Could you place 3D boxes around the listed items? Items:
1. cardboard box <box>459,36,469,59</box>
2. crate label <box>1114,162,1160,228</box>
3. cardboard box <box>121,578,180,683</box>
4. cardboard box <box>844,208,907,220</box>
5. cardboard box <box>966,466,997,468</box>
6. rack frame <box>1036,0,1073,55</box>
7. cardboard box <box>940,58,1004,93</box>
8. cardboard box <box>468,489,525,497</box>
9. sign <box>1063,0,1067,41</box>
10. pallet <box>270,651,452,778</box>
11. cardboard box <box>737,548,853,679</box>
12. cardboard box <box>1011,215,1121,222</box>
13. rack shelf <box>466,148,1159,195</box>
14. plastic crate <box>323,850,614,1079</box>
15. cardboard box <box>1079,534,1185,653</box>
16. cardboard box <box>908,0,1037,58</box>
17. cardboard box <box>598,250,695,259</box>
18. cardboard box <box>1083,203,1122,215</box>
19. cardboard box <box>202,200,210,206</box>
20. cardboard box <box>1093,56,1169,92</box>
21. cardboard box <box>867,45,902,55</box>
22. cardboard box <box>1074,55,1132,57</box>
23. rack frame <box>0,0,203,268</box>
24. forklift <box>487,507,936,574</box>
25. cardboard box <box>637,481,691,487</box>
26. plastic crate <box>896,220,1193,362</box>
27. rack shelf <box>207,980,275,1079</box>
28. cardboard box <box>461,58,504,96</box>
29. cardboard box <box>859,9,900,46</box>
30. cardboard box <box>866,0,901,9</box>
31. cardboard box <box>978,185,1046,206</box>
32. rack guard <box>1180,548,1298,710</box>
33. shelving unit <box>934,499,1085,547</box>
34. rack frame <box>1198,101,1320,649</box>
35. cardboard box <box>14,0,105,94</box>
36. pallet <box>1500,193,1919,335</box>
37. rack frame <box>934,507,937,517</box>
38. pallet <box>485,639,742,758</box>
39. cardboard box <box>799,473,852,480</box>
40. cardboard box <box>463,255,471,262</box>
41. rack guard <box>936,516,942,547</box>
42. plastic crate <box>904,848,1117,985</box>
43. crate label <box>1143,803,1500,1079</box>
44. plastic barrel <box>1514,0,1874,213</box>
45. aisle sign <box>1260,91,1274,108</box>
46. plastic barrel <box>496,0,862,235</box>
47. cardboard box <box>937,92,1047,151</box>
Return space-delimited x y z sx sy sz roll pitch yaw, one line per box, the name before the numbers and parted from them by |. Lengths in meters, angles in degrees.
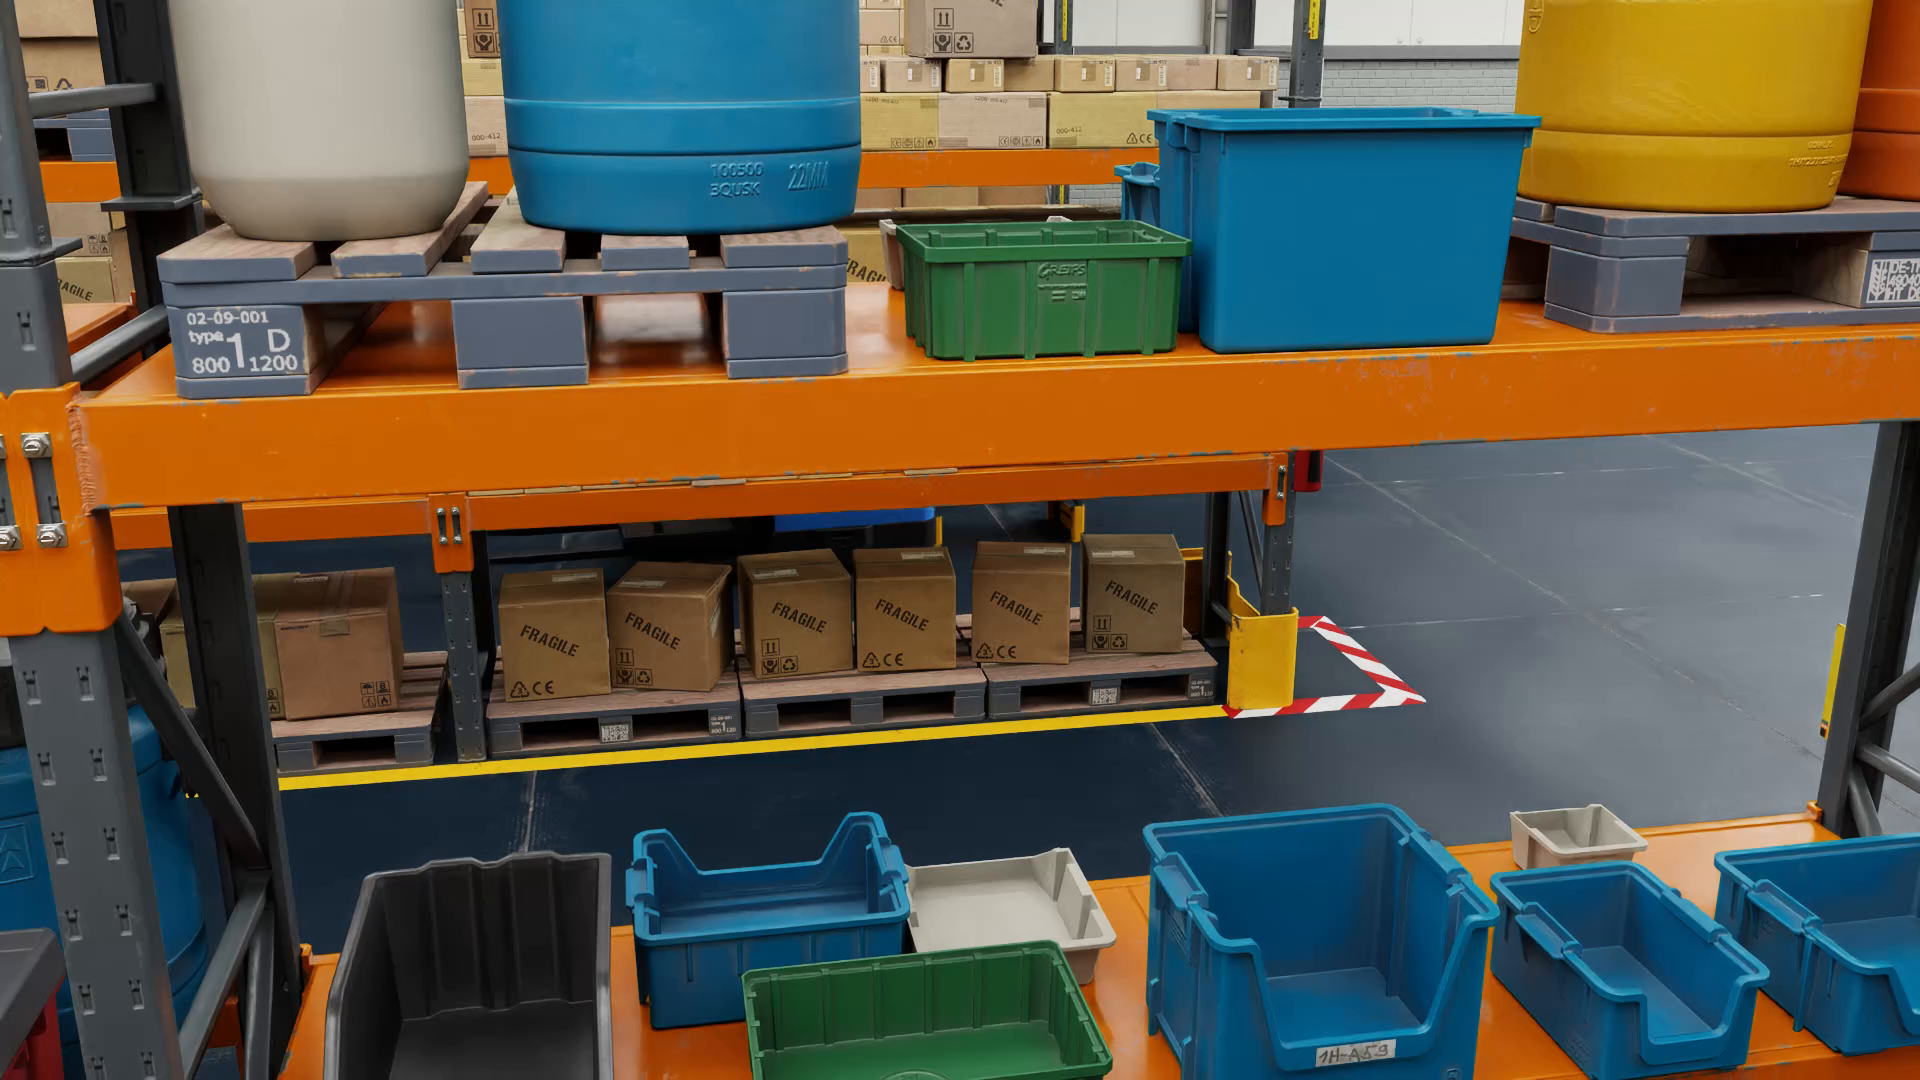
cardboard box | -4.831 -4.867 16.480 0.500 0.250 0.500 -4 17 -12
crate label | 0.562 -0.670 3.529 0.408 0.251 0.502 -3 17 -10
cardboard box | -4.033 0.544 7.941 0.500 0.500 0.700 -5 18 -15
cardboard box | -0.542 -1.376 8.304 0.500 0.500 0.500 -3 17 -10
cardboard box | 0.058 -0.474 8.175 0.250 0.149 0.380 -3 17 -10
rack frame | 0.681 -5.047 12.418 0.127 3.000 1.000 -3 17 -10
cardboard box | 0.030 -2.121 7.576 0.250 0.149 0.380 -4 18 -13
cardboard box | -2.137 -0.327 7.694 0.250 0.149 0.380 -3 17 -10
sign | 0.770 -3.842 12.229 0.005 0.325 0.100 -3 17 -10
pallet | -3.169 0.855 8.167 1.213 0.211 1.003 -3 17 -10
cardboard box | -0.849 0.371 8.538 0.500 0.500 0.500 -5 18 -15
cardboard box | 0.539 -1.281 7.993 0.500 0.500 0.500 -3 17 -10
rack shelf | -0.441 -1.723 7.928 4.000 0.370 1.077 -3 17 -10
plastic crate | -0.927 0.944 3.236 0.504 0.338 0.767 -3 17 -10
cardboard box | 0.906 0.280 8.833 0.500 0.500 0.500 0 17 0
cardboard box | 0.049 -2.448 7.535 0.500 0.500 0.500 -3 17 -10
cardboard box | -1.424 -1.169 7.630 0.500 0.500 0.500 -3 17 -10
cardboard box | 0.931 -1.460 8.577 0.500 0.500 0.500 -3 17 -10
cardboard box | -5.230 -2.368 12.040 0.500 0.500 0.700 -3 17 -11
cardboard box | 0.783 -2.164 7.716 0.250 0.149 0.380 -4 18 -13
cardboard box | -0.581 -3.569 12.256 0.250 0.149 0.380 -3 17 -11
cardboard box | 0.711 -2.312 8.198 0.250 0.149 0.380 -4 17 -11
rack frame | -1.465 -1.961 2.371 0.127 3.000 1.000 -3 17 -10
forklift | -1.730 -1.265 10.438 3.031 2.935 1.130 -5 18 -14
cardboard box | -1.405 -0.375 7.853 0.250 0.149 0.380 -3 17 -10
plastic crate | 0.135 -0.435 2.873 0.450 0.188 0.336 -3 17 -10
rack shelf | -3.429 1.362 2.995 4.000 0.370 1.077 -3 17 -10
cardboard box | -2.027 -2.003 7.193 0.250 0.149 0.380 -4 17 -12
cardboard box | -0.731 -3.769 12.230 0.500 0.250 0.500 -3 17 -11
cardboard box | -0.582 -3.950 12.140 0.250 0.149 0.380 -3 17 -10
cardboard box | 0.309 -2.758 13.088 0.550 0.550 0.875 -3 17 -10
rack guard | 1.448 0.455 8.979 0.348 0.500 1.175 -3 17 -10
shelving unit | 0.248 -0.748 11.191 1.083 1.500 0.587 -5 18 -15
rack frame | 1.522 -0.744 8.626 0.127 3.000 1.000 -3 17 -10
cardboard box | -3.810 -2.155 7.219 0.637 0.503 0.797 -3 17 -8
pallet | 1.631 -0.642 3.506 1.213 0.211 1.003 -3 17 -10
rack frame | -0.233 -0.709 11.066 0.032 1.500 0.500 -5 18 -15
pallet | -1.752 0.764 8.465 1.213 0.211 1.003 -3 17 -10
cardboard box | -0.667 -0.414 7.978 0.250 0.149 0.380 -3 17 -10
cardboard box | -3.708 -1.898 12.214 0.500 0.500 0.500 -3 17 -11
rack guard | -0.232 -0.112 11.250 0.087 0.250 0.587 -5 18 -15
plastic crate | 0.081 0.869 3.823 0.437 0.136 0.530 -3 17 -10
crate label | 0.706 0.847 3.384 0.616 0.435 0.502 -3 17 -10
plastic barrel | 1.367 -0.941 3.121 0.600 0.588 0.600 0 17 0
aisle sign | 1.526 -2.077 8.537 0.004 0.787 0.394 -3 17 -10
plastic barrel | -0.468 -0.992 2.756 0.708 0.901 0.600 -3 17 -10
cardboard box | 0.103 -1.951 7.703 0.500 0.250 0.500 -3 17 -9
